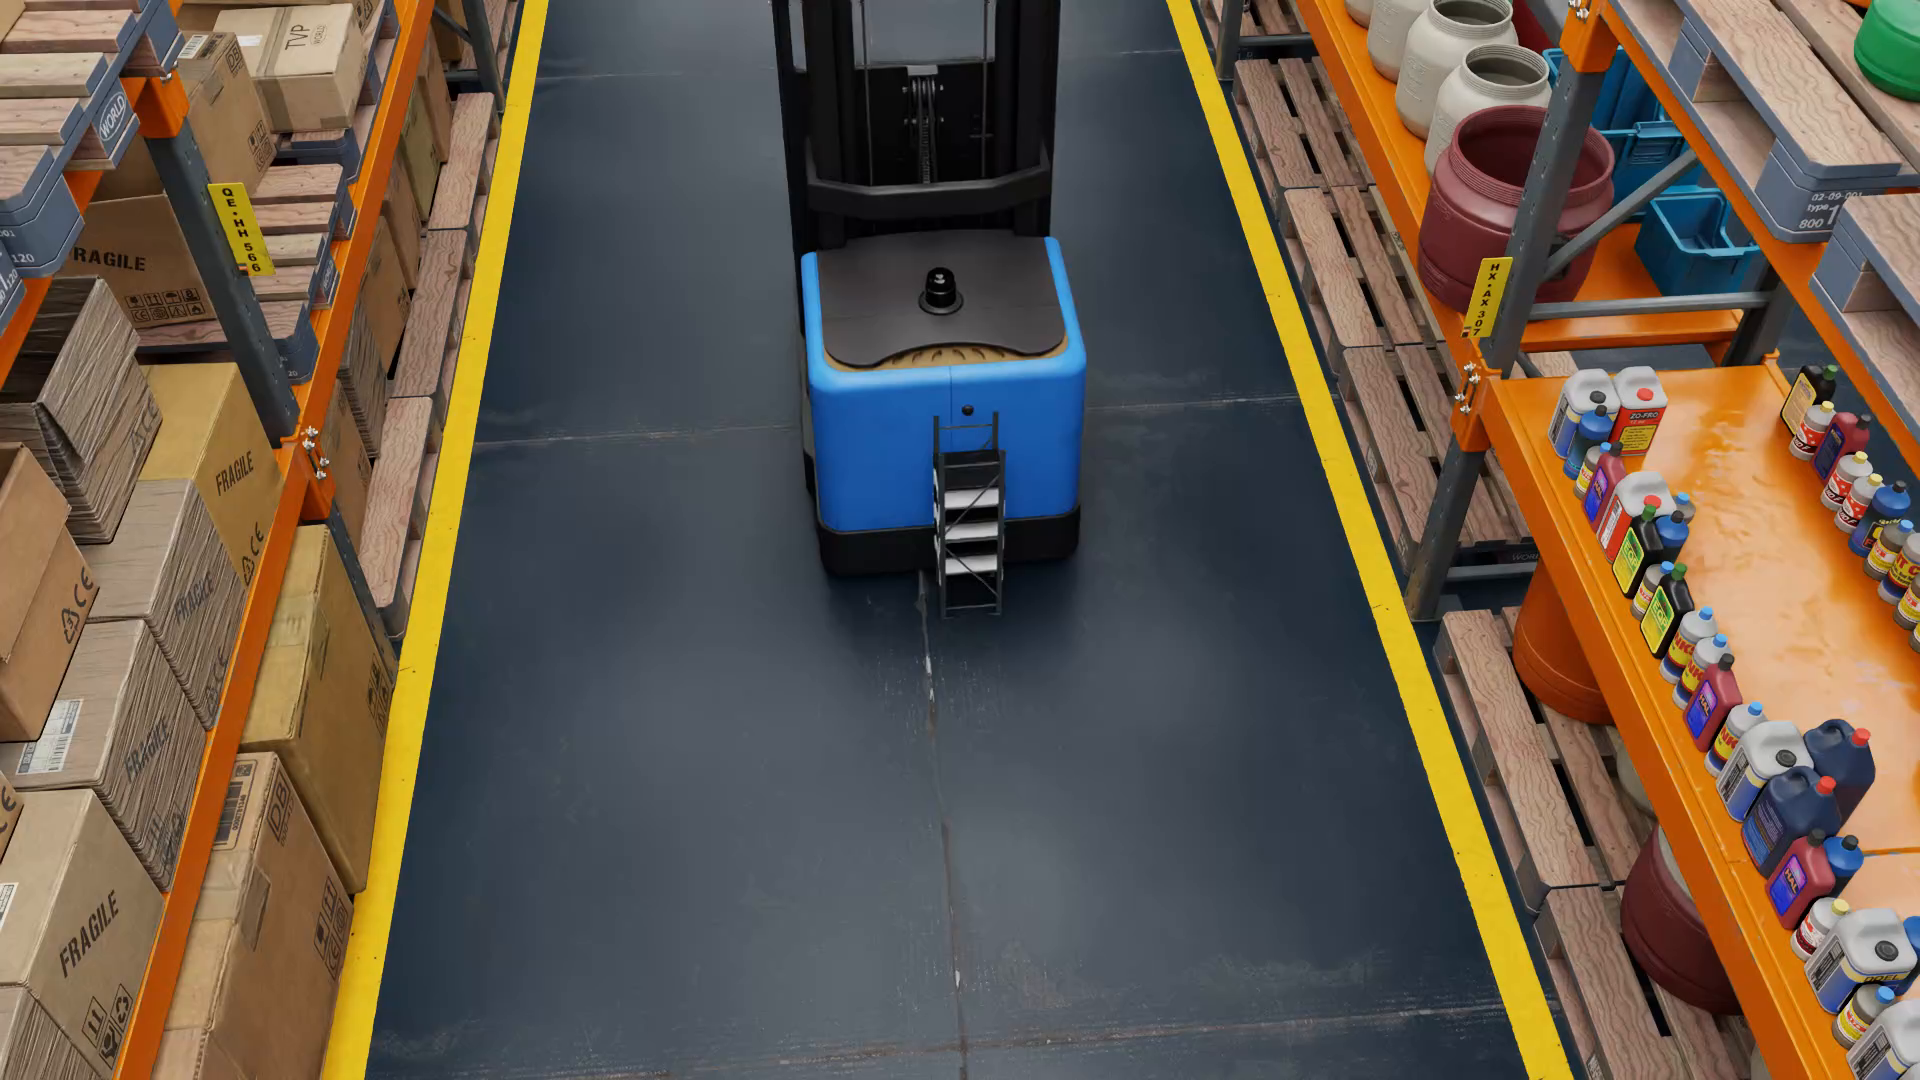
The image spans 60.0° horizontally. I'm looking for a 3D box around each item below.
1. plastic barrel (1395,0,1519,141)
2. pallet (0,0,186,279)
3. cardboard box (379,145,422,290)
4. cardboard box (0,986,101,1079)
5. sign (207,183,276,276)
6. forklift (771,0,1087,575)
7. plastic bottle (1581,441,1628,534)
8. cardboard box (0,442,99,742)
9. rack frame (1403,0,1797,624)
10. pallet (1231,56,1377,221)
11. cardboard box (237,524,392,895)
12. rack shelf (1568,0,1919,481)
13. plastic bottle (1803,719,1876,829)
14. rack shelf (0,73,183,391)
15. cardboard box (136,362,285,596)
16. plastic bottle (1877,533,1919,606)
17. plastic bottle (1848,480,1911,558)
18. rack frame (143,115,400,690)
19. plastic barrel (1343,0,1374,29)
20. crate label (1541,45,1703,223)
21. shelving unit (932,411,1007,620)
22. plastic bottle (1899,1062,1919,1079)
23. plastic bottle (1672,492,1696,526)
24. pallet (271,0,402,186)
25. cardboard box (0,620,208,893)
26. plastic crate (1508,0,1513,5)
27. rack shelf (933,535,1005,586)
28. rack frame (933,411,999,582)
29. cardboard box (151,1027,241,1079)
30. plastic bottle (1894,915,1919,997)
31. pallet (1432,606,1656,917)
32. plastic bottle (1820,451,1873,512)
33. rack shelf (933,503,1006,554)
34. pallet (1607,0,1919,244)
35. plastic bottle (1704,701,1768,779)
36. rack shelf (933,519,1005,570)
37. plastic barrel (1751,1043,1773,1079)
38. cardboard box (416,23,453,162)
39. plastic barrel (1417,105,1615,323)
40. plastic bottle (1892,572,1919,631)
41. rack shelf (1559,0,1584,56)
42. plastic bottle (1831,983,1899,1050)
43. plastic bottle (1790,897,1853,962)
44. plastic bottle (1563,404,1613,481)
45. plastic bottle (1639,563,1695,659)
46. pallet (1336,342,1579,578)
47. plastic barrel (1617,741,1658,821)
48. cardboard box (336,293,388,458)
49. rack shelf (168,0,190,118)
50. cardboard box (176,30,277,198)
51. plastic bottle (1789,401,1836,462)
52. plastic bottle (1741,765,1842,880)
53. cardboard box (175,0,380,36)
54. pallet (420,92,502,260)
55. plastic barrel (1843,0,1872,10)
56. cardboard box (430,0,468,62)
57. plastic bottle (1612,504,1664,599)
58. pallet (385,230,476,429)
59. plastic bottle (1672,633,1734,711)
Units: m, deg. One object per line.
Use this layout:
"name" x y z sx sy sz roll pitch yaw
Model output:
"plastic barrel" 1.941 -1.850 6.495 0.421 0.512 0.421 0 47 0
"pallet" -2.553 -0.978 3.811 1.213 0.211 1.003 -2 47 -1
"cardboard box" -2.896 -1.464 7.625 0.700 0.500 0.500 -7 47 -7
"cardboard box" -2.199 1.312 3.510 0.500 0.500 0.500 -4 47 -4
"sign" -2.107 -0.909 4.884 0.100 0.325 0.005 -3 47 -3
"forklift" -0.191 -1.944 6.709 1.130 2.935 3.031 -4 47 -4
"plastic bottle" 1.972 -0.162 5.054 0.061 0.283 0.133 -3 47 -3
"cardboard box" -2.563 0.148 3.921 0.797 0.503 0.637 -3 47 -2
"rack frame" 2.276 -0.775 5.555 1.000 3.000 0.127 -3 47 -3
"pallet" 2.045 -2.145 8.772 1.003 0.211 1.213 -3 47 -3
"cardboard box" -2.623 0.612 5.415 1.225 0.875 0.875 -5 47 -5
"rack shelf" 2.443 -0.112 3.357 1.077 0.370 4.000 -3 47 -3
"plastic bottle" 2.256 0.587 4.299 0.144 0.351 0.185 -3 47 -3
"rack shelf" -2.493 0.189 3.071 1.077 0.370 4.000 -3 47 -3
"cardboard box" -2.372 -0.167 4.910 0.500 0.500 0.500 -2 47 -2
"plastic bottle" 2.778 0.069 4.844 0.097 0.271 0.097 0 47 0
"plastic bottle" 2.762 -0.072 4.977 0.097 0.271 0.097 0 47 0
"rack frame" -2.660 -0.474 5.270 1.000 3.000 0.127 -3 47 -3
"plastic barrel" 1.864 -2.480 7.075 0.433 0.535 0.433 0 47 0
"crate label" 2.462 -1.523 6.238 0.502 0.435 0.616 -3 47 -3
"shelving unit" 0.033 -0.078 6.340 0.258 0.900 0.210 -4 47 -4
"plastic bottle" 2.183 1.267 3.706 0.152 0.276 0.135 -3 47 -3
"plastic bottle" 2.151 -0.061 5.015 0.097 0.201 0.097 0 47 0
"pallet" -2.866 -1.838 6.693 1.003 0.211 1.213 -3 47 -3
"cardboard box" -2.289 0.570 4.212 0.500 0.500 0.500 -5 47 -5
"plastic crate" 2.368 -2.354 7.196 0.450 0.188 0.662 -3 47 -3
"rack shelf" 0.033 0.069 6.495 0.258 0.077 0.200 -4 47 -4
"rack frame" 0.022 -0.151 6.410 0.240 0.900 0.006 -4 47 -4
"cardboard box" -2.474 1.898 4.197 1.225 0.875 0.875 -5 47 -5
"plastic bottle" 2.275 0.982 3.979 0.097 0.271 0.097 0 47 0
"pallet" 2.383 0.751 6.029 1.003 0.211 1.213 -3 47 -3
"plastic bottle" 2.745 -0.189 5.136 0.097 0.201 0.097 0 47 0
"rack shelf" 0.033 -0.055 6.364 0.258 0.077 0.200 -4 47 -4
"pallet" 2.242 -1.182 4.005 1.003 0.211 1.213 -3 47 -3
"plastic bottle" 2.069 0.523 4.414 0.097 0.271 0.097 0 47 0
"rack shelf" 0.033 0.007 6.430 0.258 0.077 0.200 -4 47 -4
"plastic barrel" 2.564 1.509 4.816 0.421 0.512 0.421 0 47 0
"cardboard box" -2.965 -2.215 8.336 0.700 0.500 0.500 -7 47 -6
"plastic barrel" 1.935 -1.139 5.806 0.600 0.536 0.708 -3 47 -3
"plastic bottle" 2.786 0.163 4.803 0.097 0.201 0.097 0 47 0
"rack shelf" 2.108 -3.006 6.097 1.077 0.370 4.000 -3 47 -3
"plastic bottle" 2.134 1.113 3.904 0.097 0.201 0.097 0 47 0
"plastic bottle" 2.115 0.945 4.062 0.097 0.201 0.097 0 47 0
"plastic bottle" 1.972 -0.313 5.205 0.097 0.271 0.097 0 47 0
"plastic bottle" 2.014 0.199 4.713 0.061 0.283 0.133 -3 47 -3
"pallet" 2.249 -0.379 7.100 1.003 0.211 1.213 -3 47 -3
"plastic barrel" 2.470 0.692 5.590 0.421 0.512 0.421 0 47 0
"cardboard box" -2.795 -0.650 6.855 0.700 0.500 0.500 -7 47 -7
"rack shelf" -2.827 -2.705 5.812 1.077 0.370 4.000 -3 47 -3
"cardboard box" -2.891 -1.439 5.825 0.700 0.500 0.500 3 47 3
"plastic bottle" 2.726 -0.356 5.294 0.097 0.201 0.097 0 47 0
"plastic bottle" 2.115 0.694 4.198 0.144 0.351 0.185 -3 47 -3
"cardboard box" -2.758 -2.300 6.638 0.797 0.503 0.637 1 47 1
"pallet" -2.928 -1.846 8.490 1.003 0.211 1.213 -3 47 -3
"plastic barrel" 2.320 -1.688 3.768 0.600 0.830 0.708 -3 47 -3
"cardboard box" -2.988 -2.945 9.042 0.500 0.500 0.500 -5 47 -5
"plastic bottle" 1.994 0.032 4.871 0.061 0.283 0.133 -3 47 -3
"pallet" -2.823 -0.962 7.652 1.003 0.211 1.213 -3 47 -3
"plastic bottle" 2.049 0.356 4.572 0.097 0.271 0.097 0 47 0
